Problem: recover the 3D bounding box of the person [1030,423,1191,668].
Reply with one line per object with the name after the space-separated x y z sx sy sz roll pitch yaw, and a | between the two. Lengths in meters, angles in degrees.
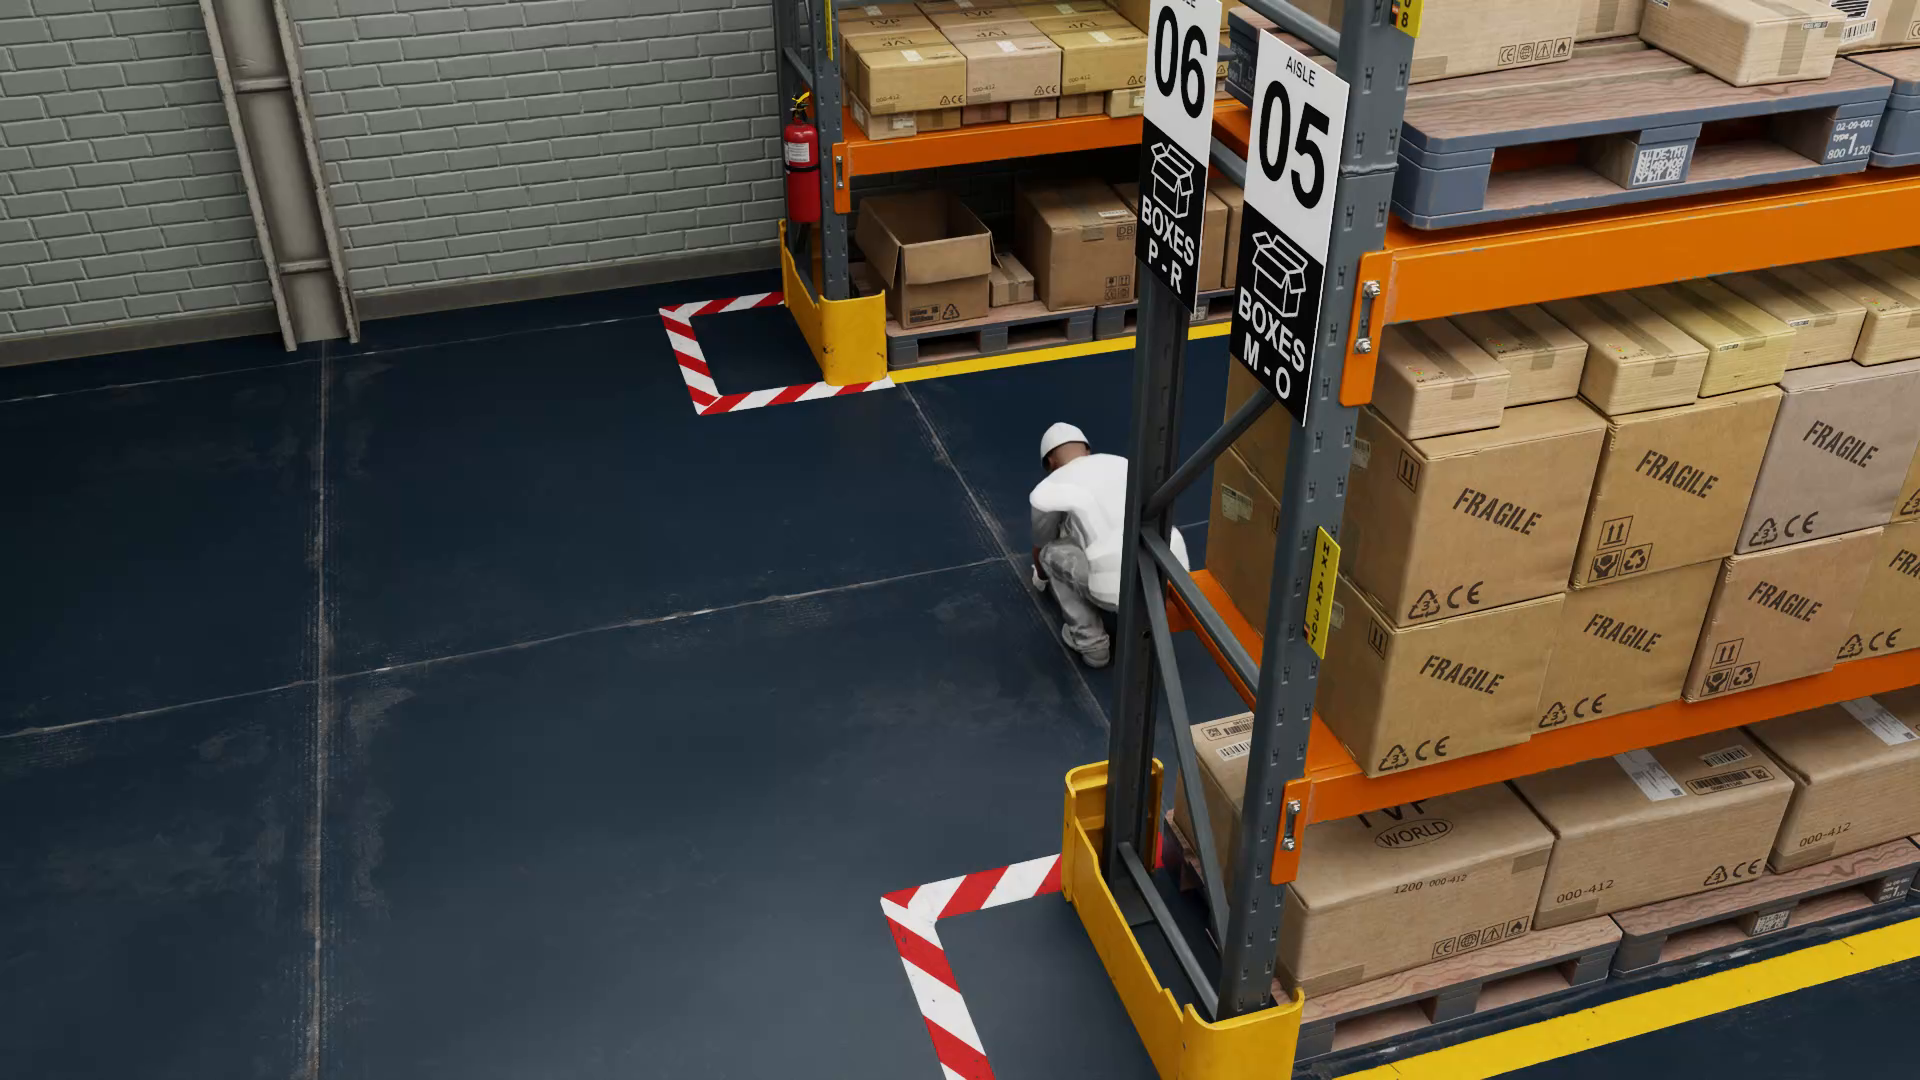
0.587 0.060 6.999 0.566 0.850 0.957 -11 35 -16 | person
